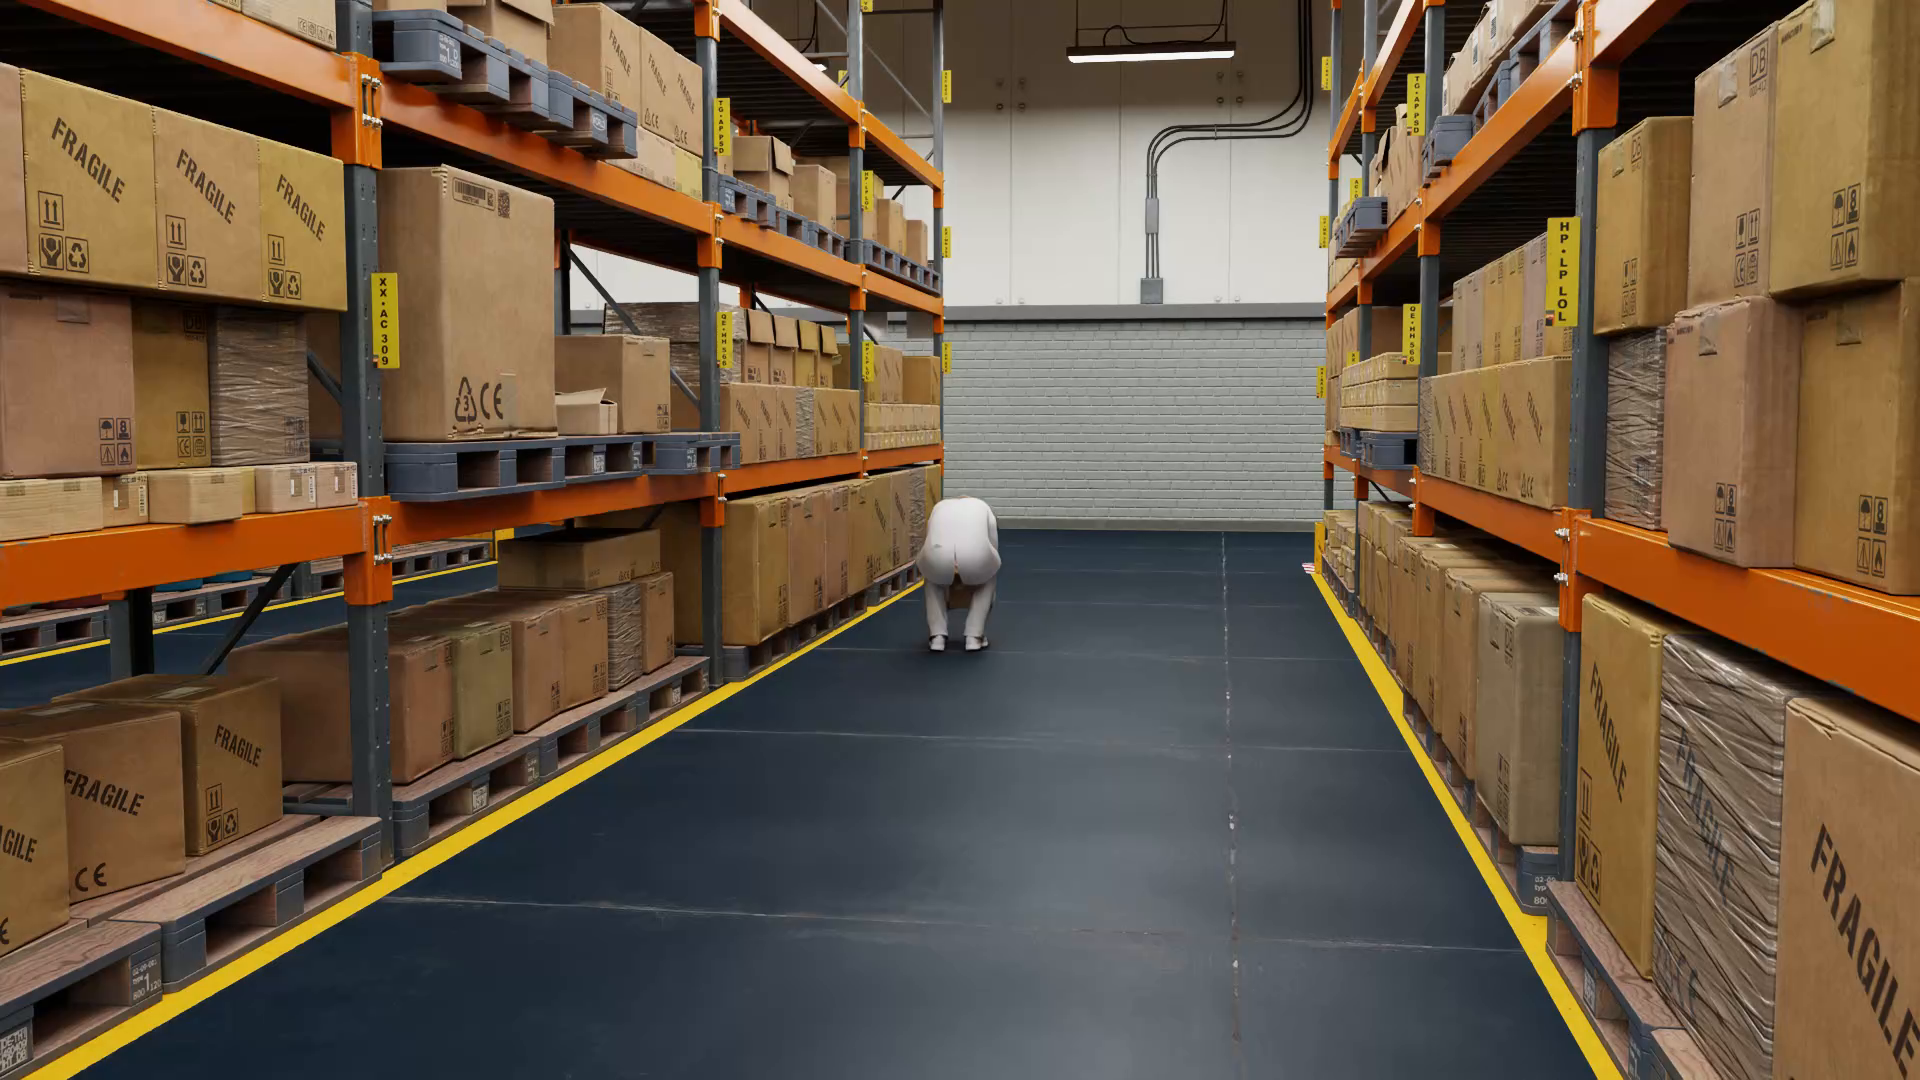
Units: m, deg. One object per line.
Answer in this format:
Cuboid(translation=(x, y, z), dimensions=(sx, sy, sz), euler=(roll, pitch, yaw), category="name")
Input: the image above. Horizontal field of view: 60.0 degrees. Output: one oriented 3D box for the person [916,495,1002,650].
Cuboid(translation=(0.004, 0.228, 11.558), dimensions=(0.590, 1.022, 0.942), euler=(0, 4, 6), category="person")
